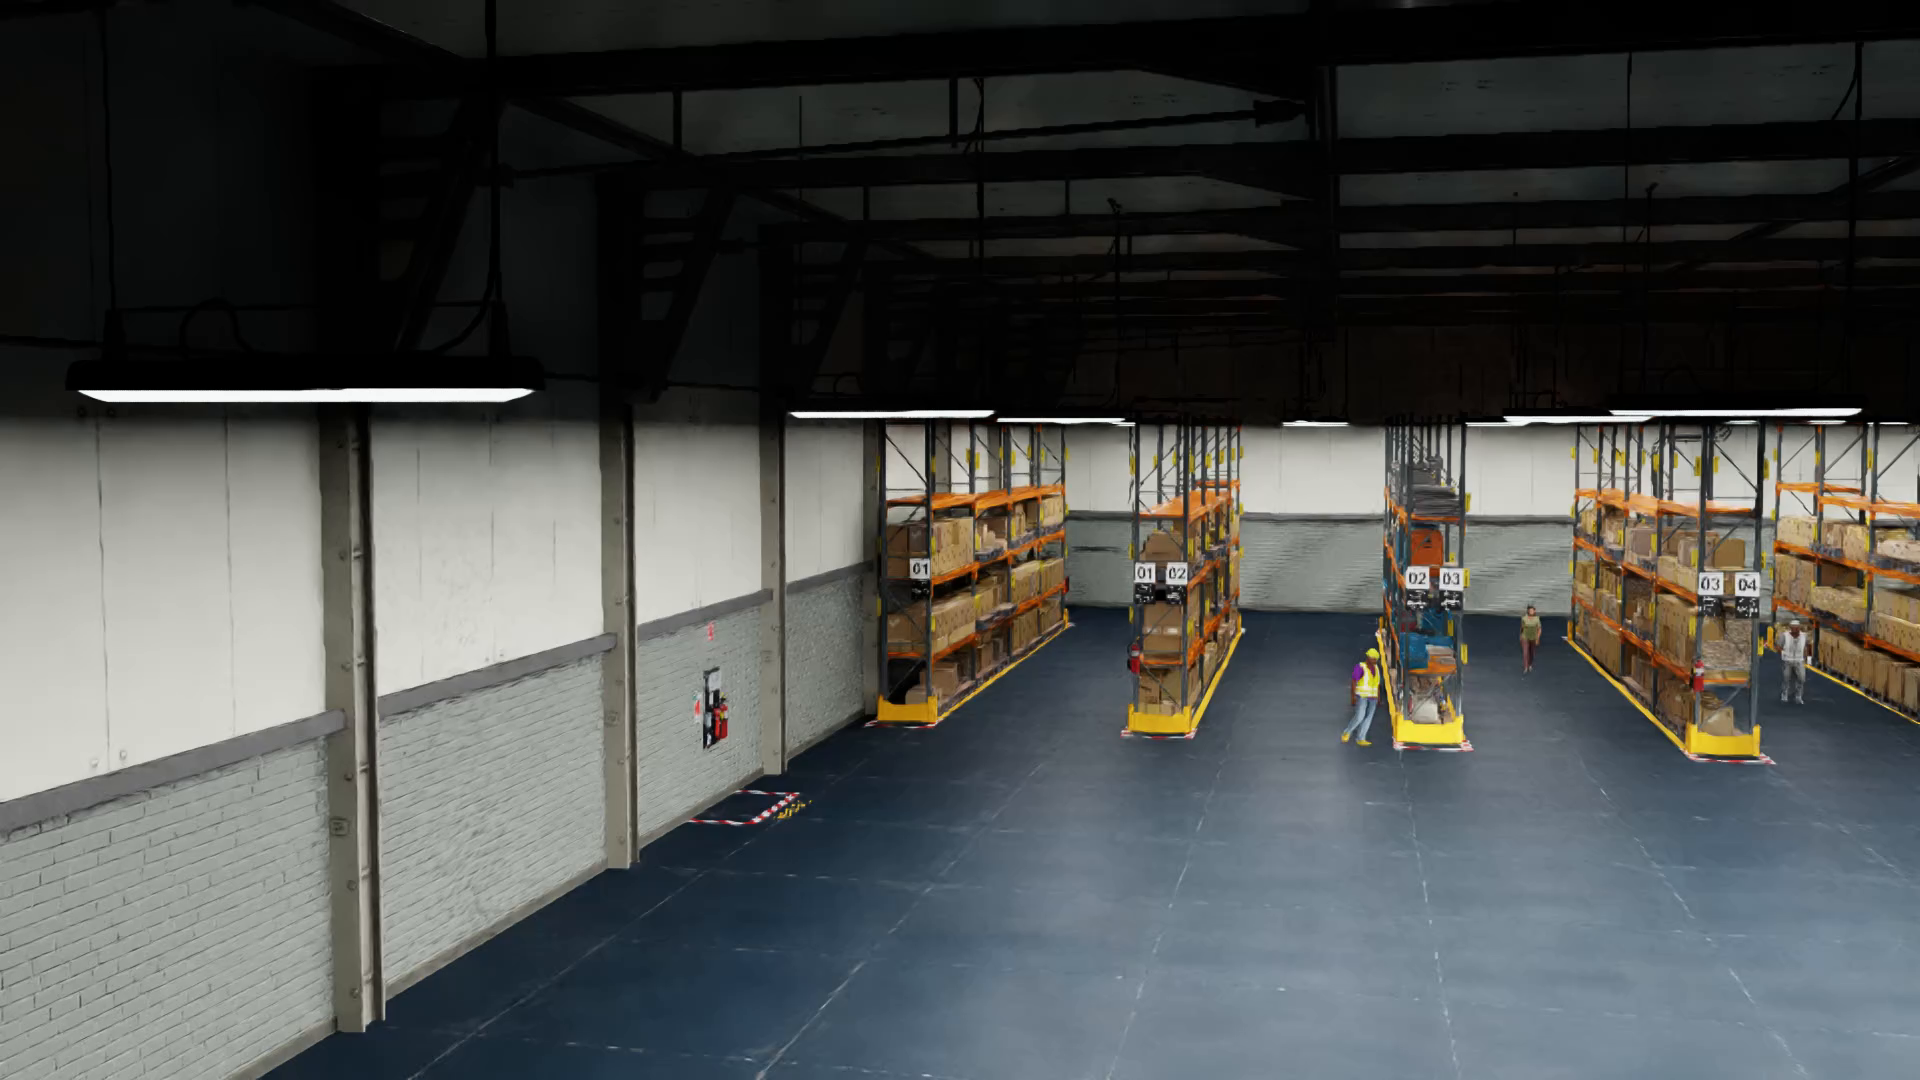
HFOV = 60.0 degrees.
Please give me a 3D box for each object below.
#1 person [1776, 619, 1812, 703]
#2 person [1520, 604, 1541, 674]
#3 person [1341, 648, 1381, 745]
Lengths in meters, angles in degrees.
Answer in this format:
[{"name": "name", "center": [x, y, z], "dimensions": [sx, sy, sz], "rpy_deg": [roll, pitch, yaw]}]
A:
[{"name": "person", "center": [17.389, 2.512, 34.658], "dimensions": [0.730, 1.744, 0.686], "rpy_deg": [1, 4, 17]}, {"name": "person", "center": [13.304, 2.303, 38.762], "dimensions": [0.445, 1.564, 1.110], "rpy_deg": [1, 4, 11]}, {"name": "person", "center": [7.258, 2.824, 29.992], "dimensions": [0.737, 1.744, 0.534], "rpy_deg": [-2, 4, -25]}]
